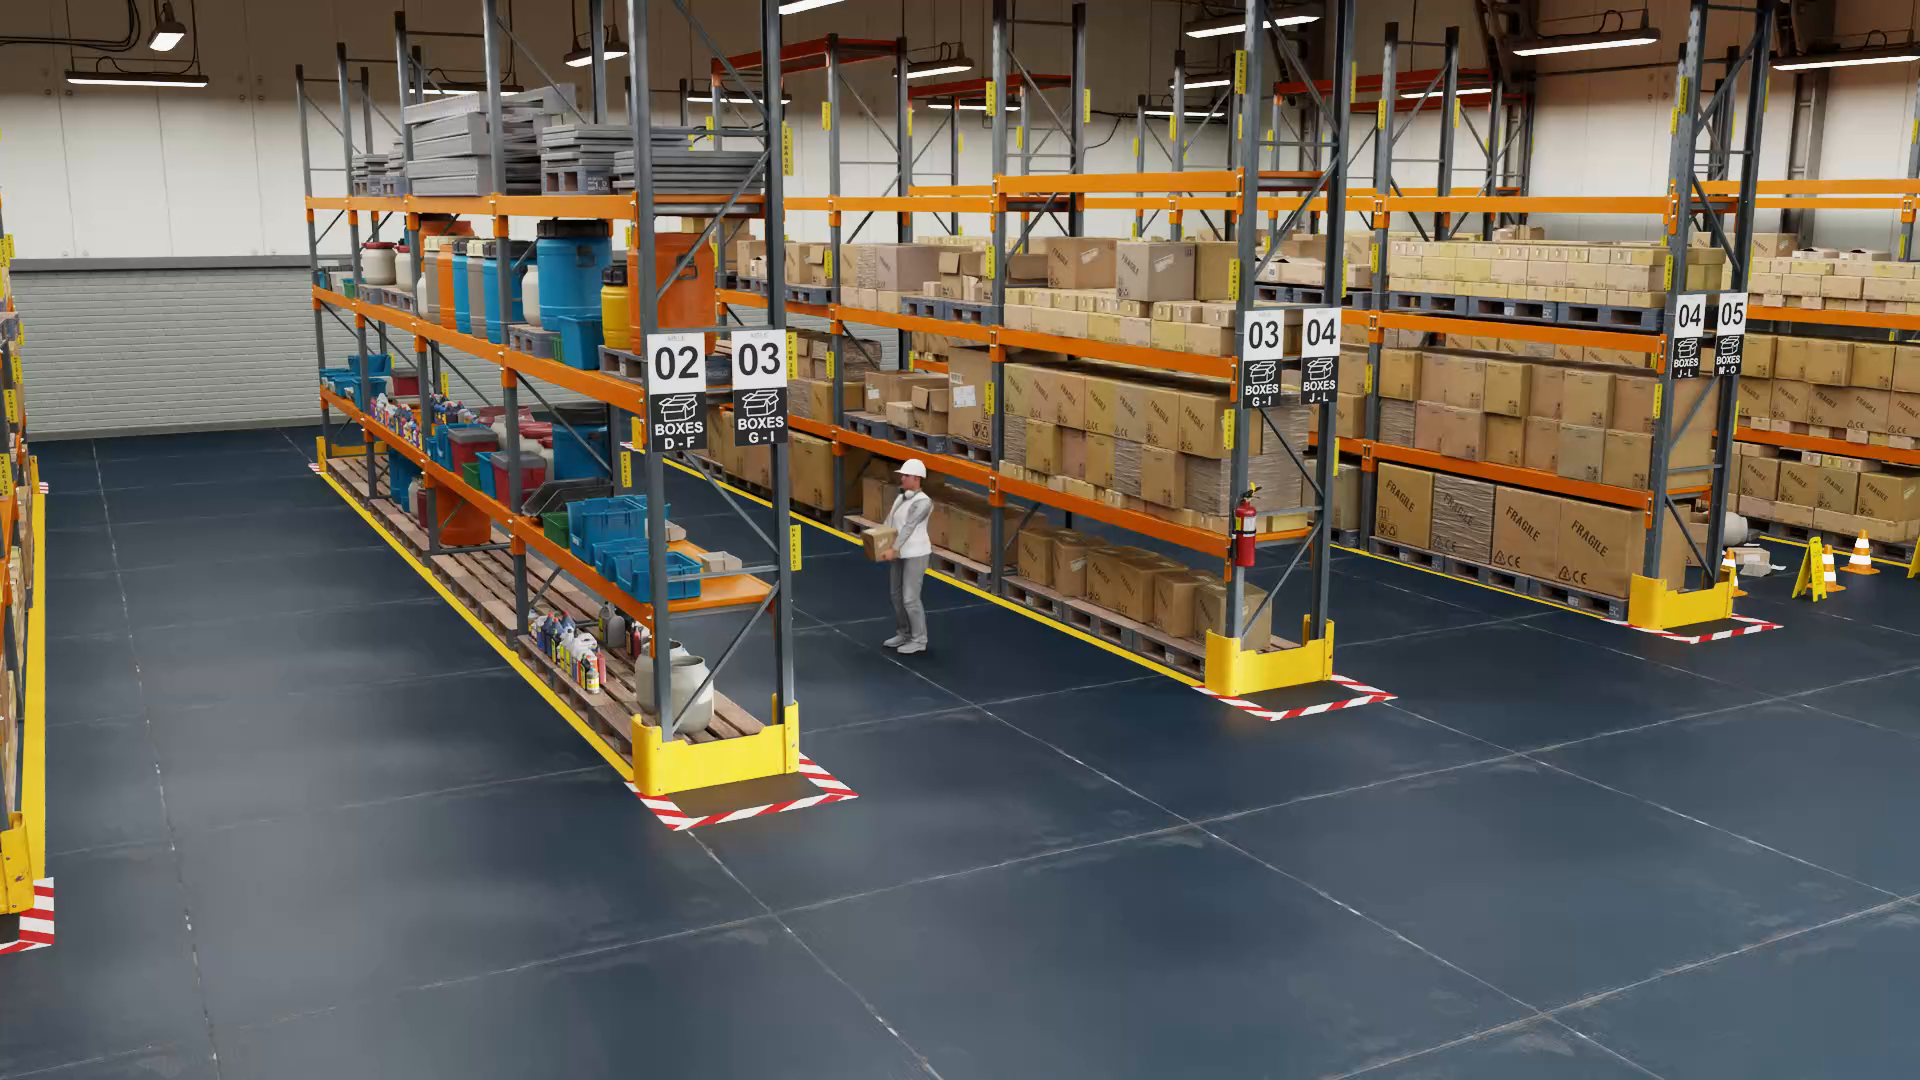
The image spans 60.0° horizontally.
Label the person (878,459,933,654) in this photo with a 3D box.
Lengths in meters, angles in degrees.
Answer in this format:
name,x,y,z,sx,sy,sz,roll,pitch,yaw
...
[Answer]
name,x,y,z,sx,sy,sz,roll,pitch,yaw
person,-0.547,0.147,15.183,0.554,1.768,0.495,-6,13,-27
